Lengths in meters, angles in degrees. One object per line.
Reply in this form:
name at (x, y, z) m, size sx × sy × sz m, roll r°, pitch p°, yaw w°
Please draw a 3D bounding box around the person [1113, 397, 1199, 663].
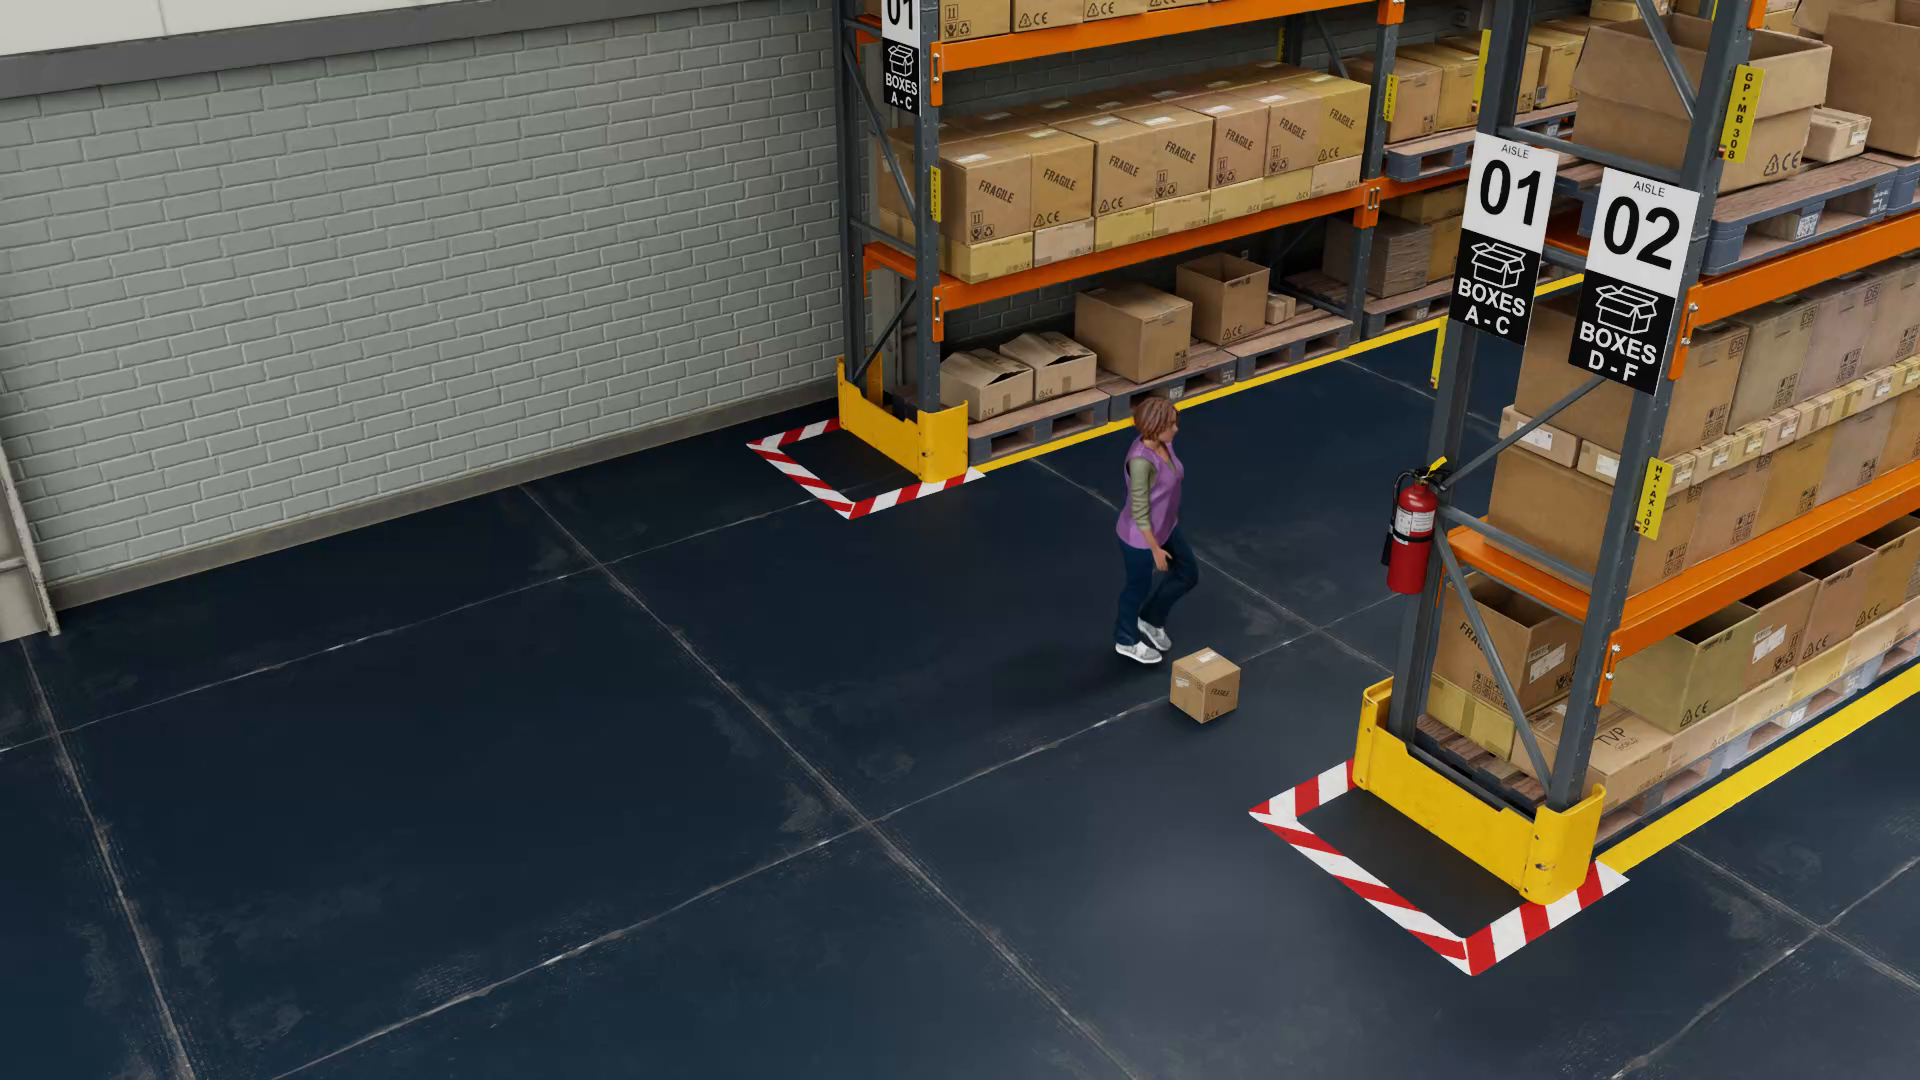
person at (1.003, -0.015, 8.644) m, size 0.444 × 1.585 × 0.472 m, roll 16°, pitch 33°, yaw 26°
